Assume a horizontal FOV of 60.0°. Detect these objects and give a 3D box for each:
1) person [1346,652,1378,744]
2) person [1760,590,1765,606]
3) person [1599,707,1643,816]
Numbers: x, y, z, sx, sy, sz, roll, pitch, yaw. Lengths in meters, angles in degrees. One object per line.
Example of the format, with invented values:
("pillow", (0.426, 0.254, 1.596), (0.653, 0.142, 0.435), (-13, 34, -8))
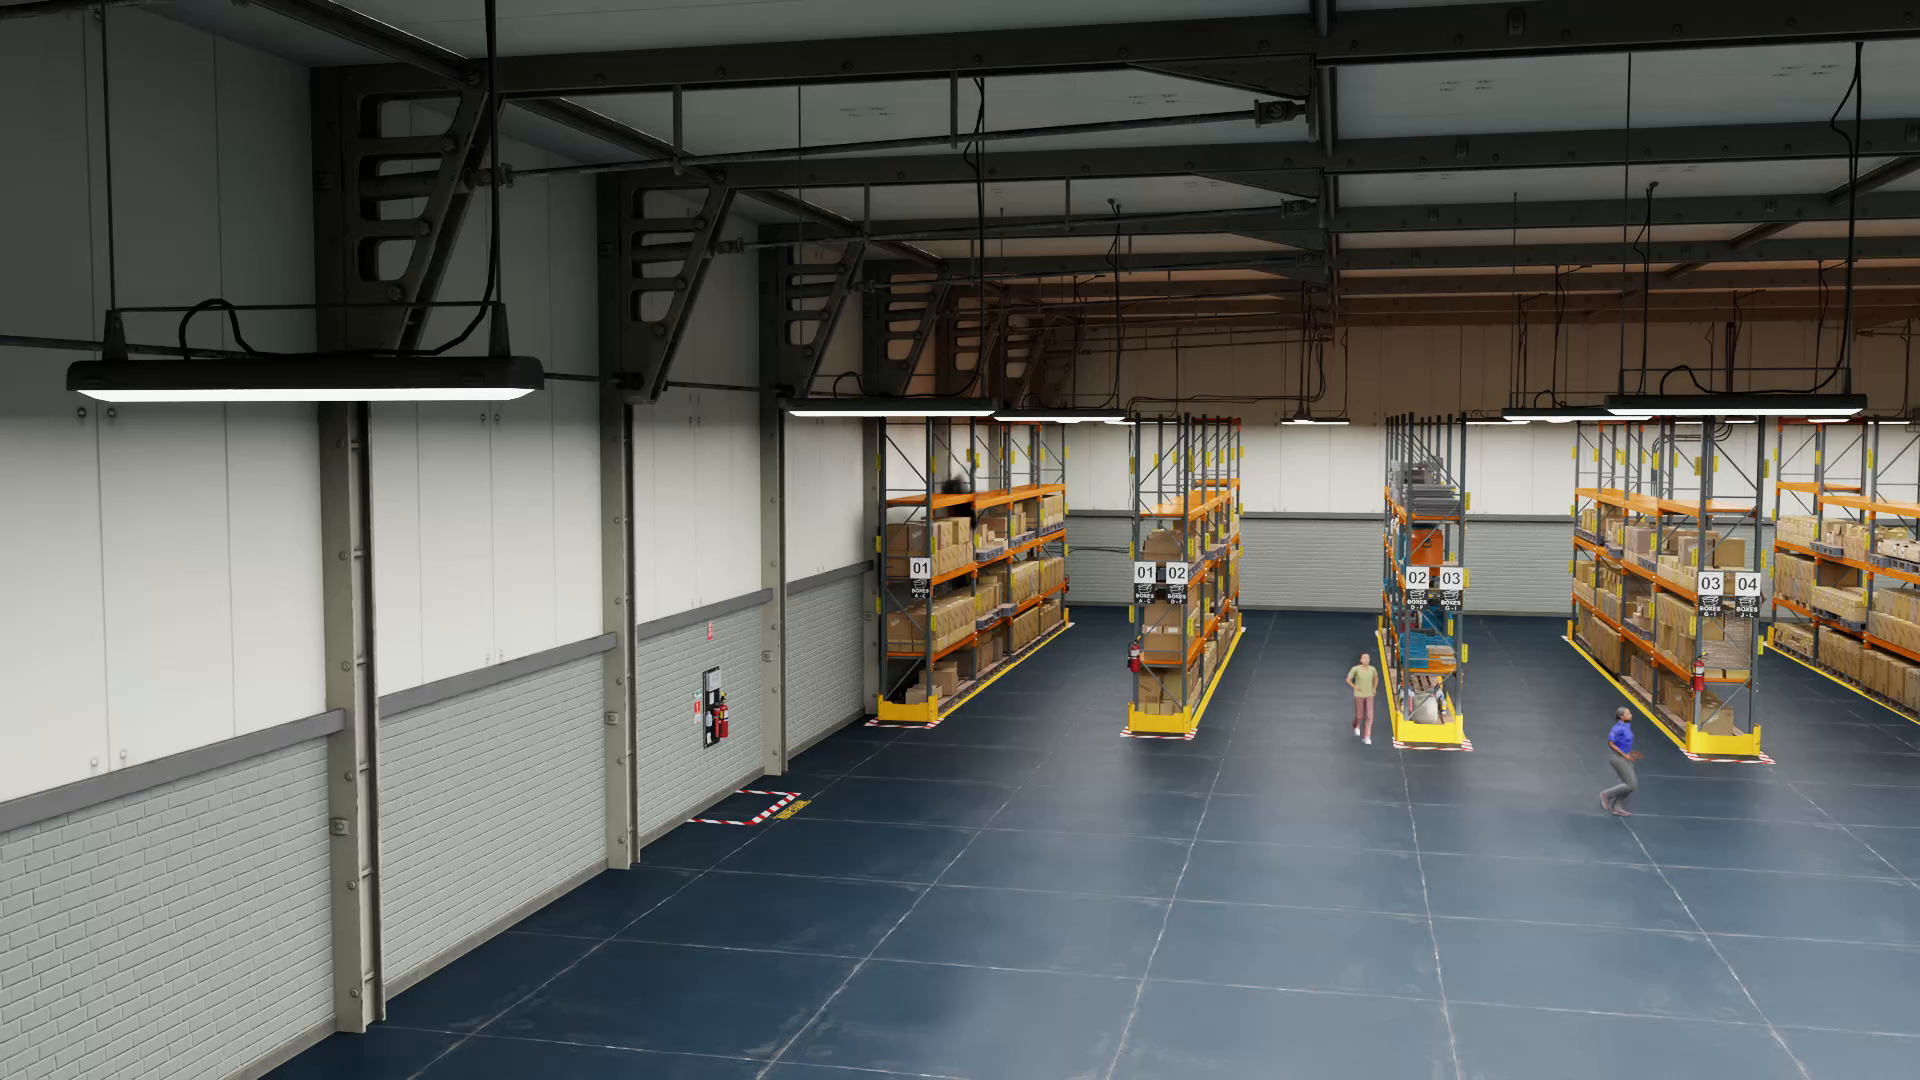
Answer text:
("person", (7.341, 2.848, 30.242), (0.608, 1.636, 0.844), (0, 4, 1))
("person", (21.199, 1.835, 44.988), (0.928, 1.676, 0.884), (1, 4, 15))
("person", (9.752, 3.256, 24.511), (0.548, 1.608, 0.555), (3, 5, 34))
